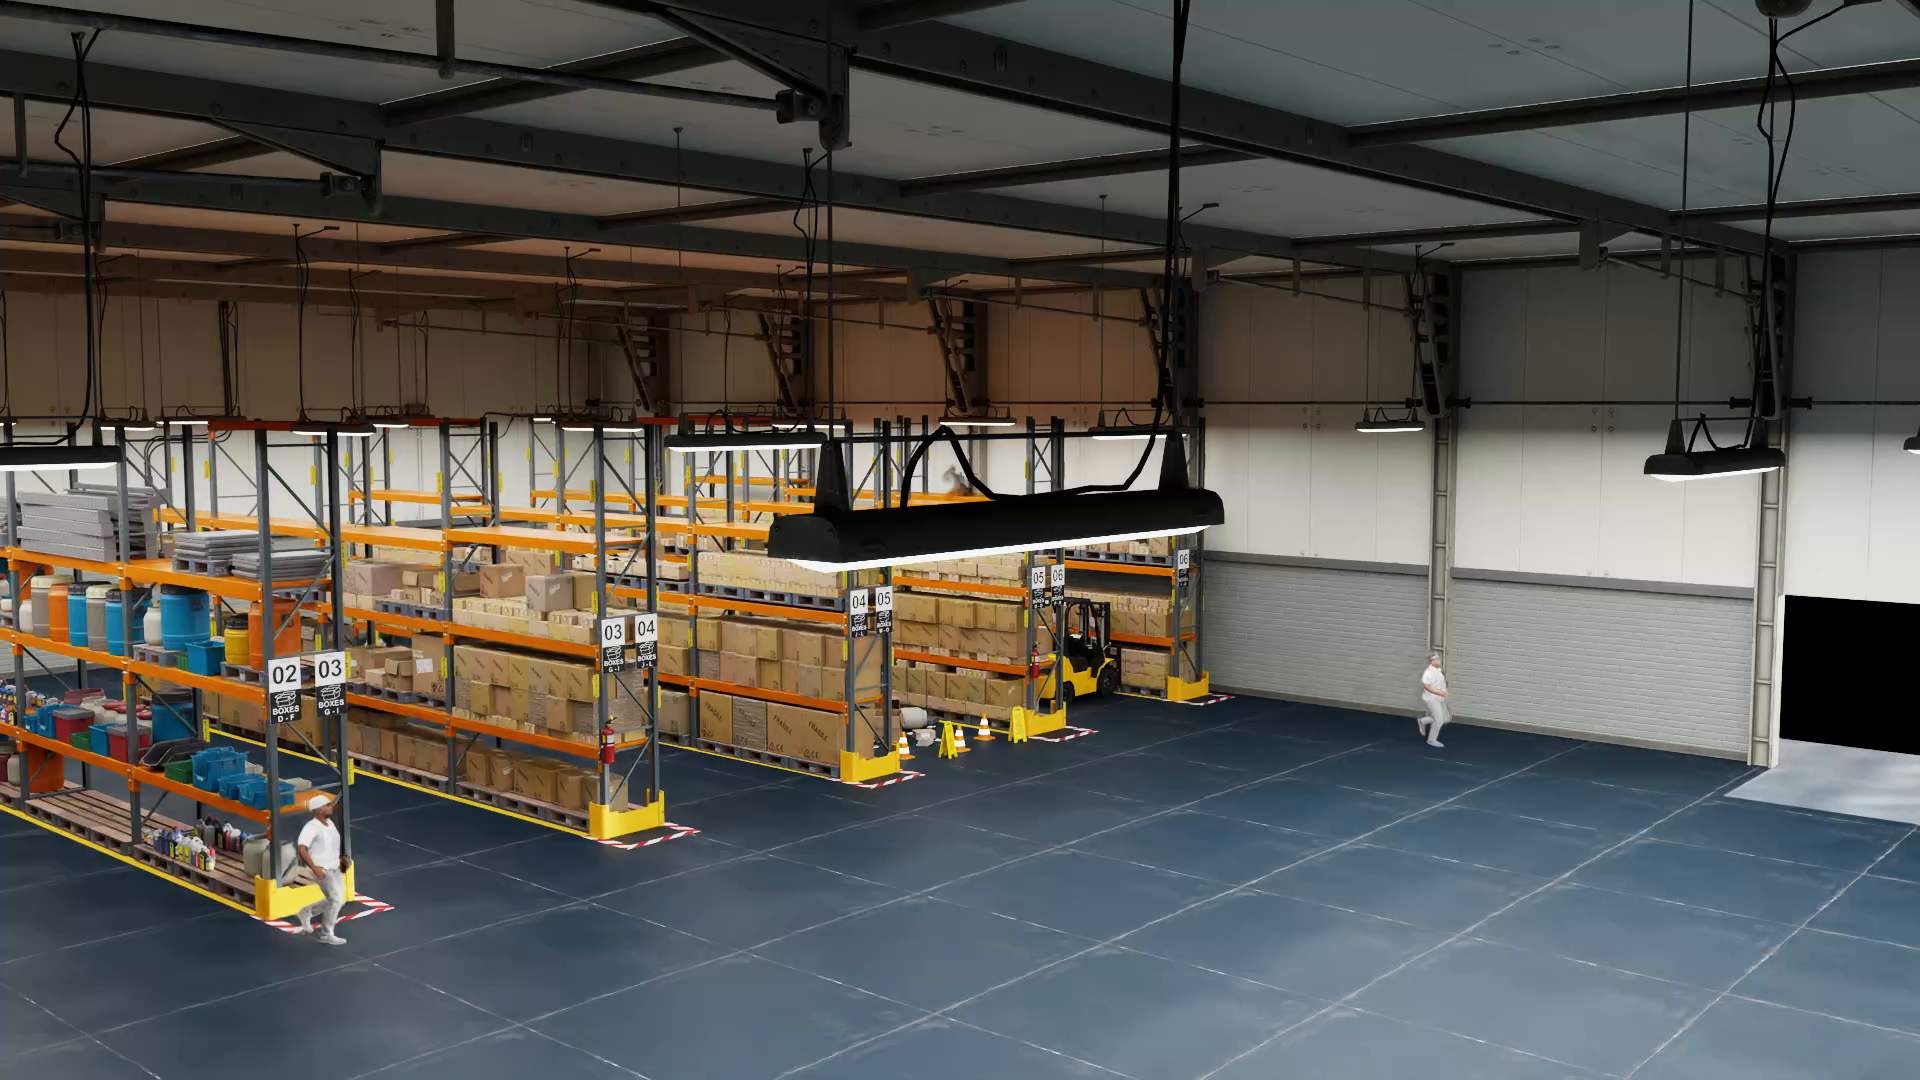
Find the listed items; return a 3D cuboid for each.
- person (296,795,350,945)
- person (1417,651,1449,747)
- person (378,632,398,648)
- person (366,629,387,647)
[{"bbox_3d":[-7.490,3.862,19.546,0.611,1.711,0.754,0,5,1],"label":"person"},{"bbox_3d":[8.742,2.920,30.713,0.620,1.752,0.697,3,6,34],"label":"person"},{"bbox_3d":[-13.839,2.152,39.934,0.799,1.719,0.736,0,5,4],"label":"person"},{"bbox_3d":[-12.297,2.643,35.101,0.568,1.557,0.644,-4,6,-40],"label":"person"}]
